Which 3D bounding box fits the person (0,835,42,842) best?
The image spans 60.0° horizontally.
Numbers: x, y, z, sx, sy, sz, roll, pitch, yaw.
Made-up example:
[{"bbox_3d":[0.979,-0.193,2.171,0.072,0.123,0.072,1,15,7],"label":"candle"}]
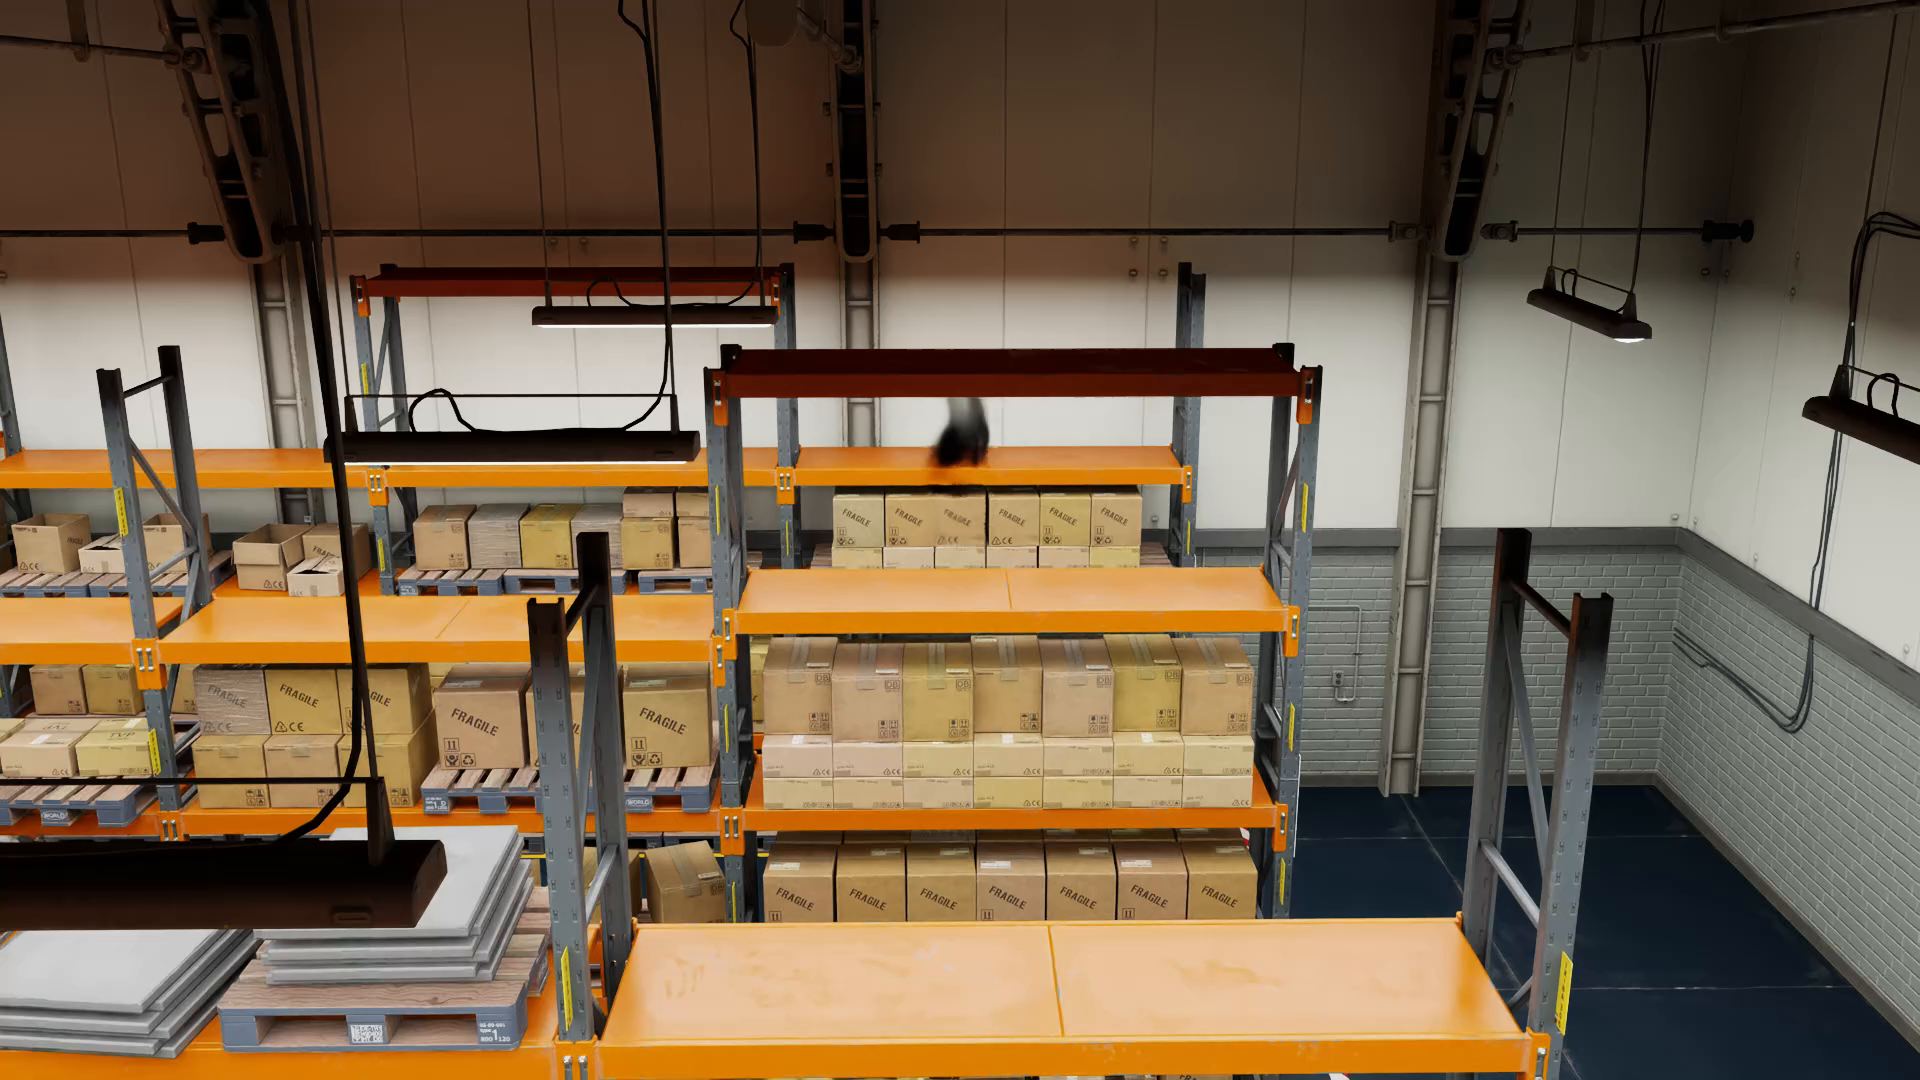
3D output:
[{"bbox_3d":[-8.872,2.981,15.182,0.779,1.723,0.681,0,16,0],"label":"person"}]
